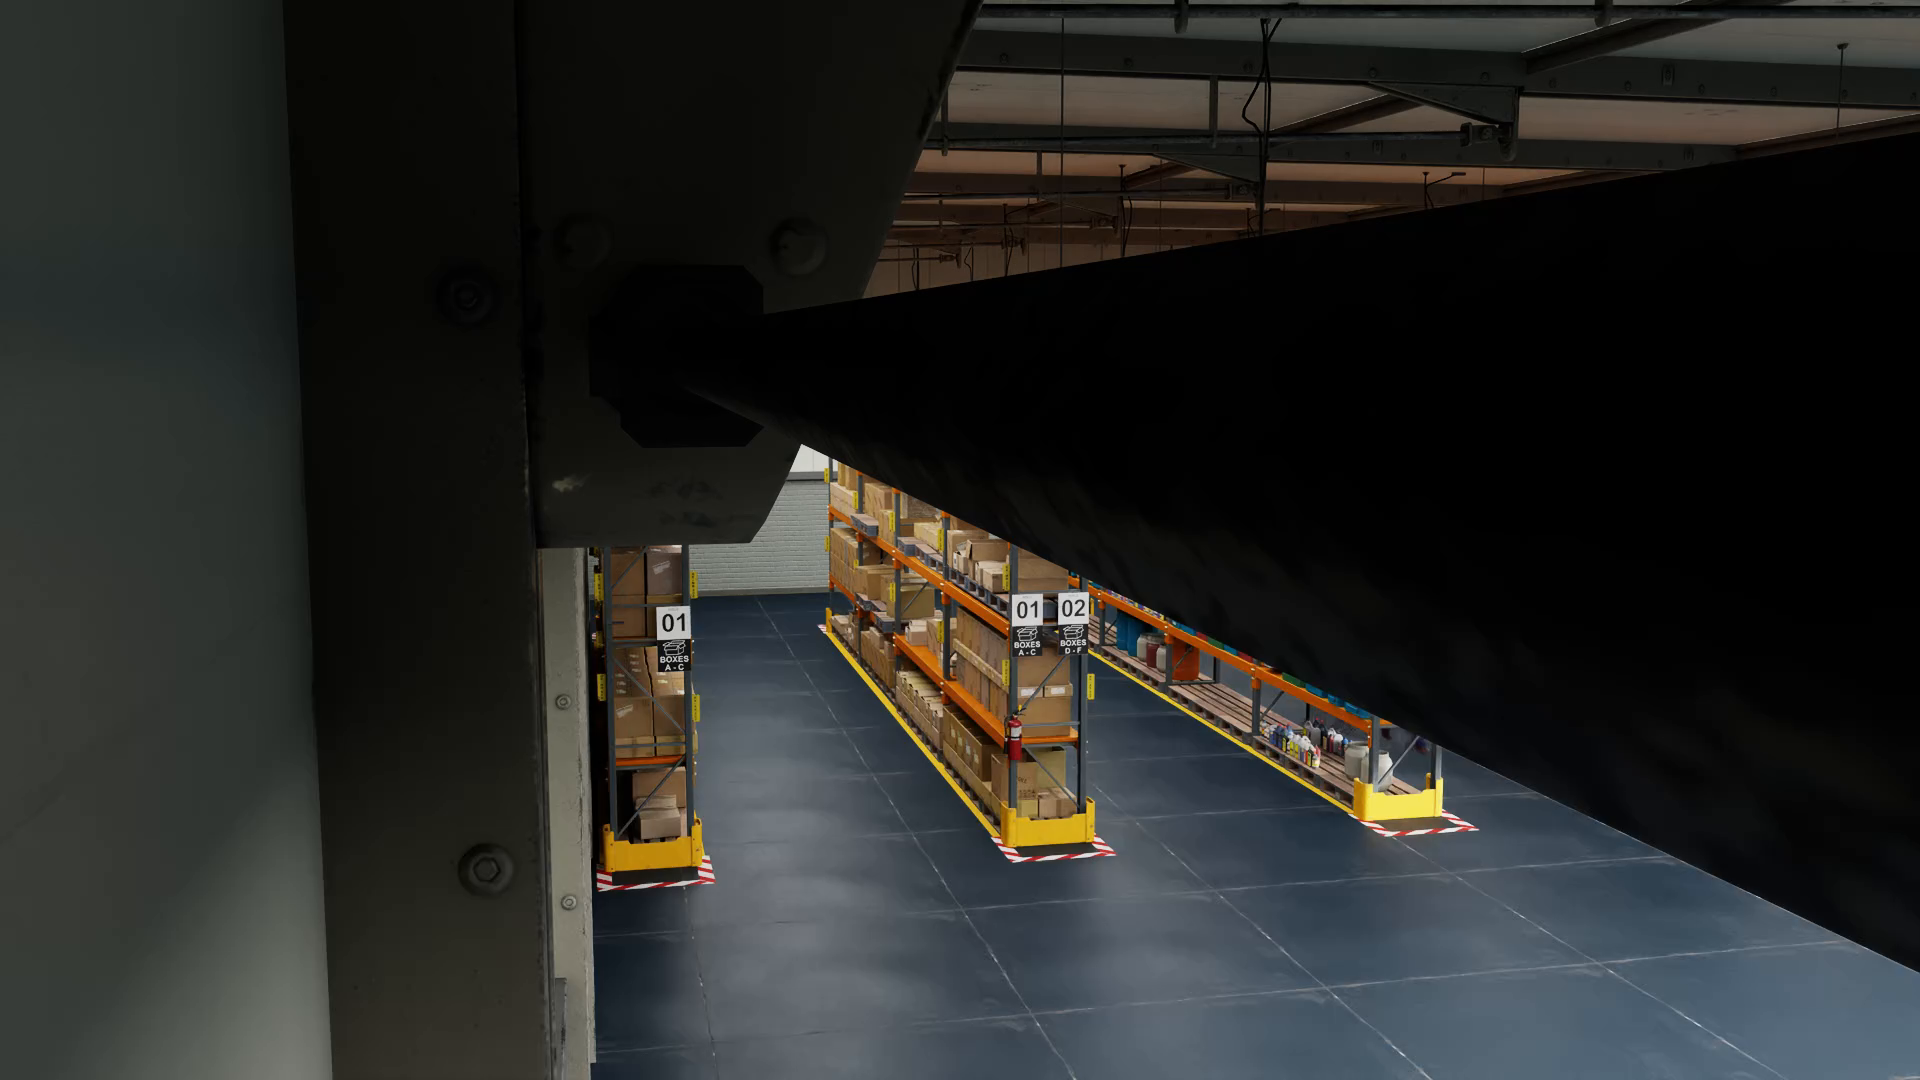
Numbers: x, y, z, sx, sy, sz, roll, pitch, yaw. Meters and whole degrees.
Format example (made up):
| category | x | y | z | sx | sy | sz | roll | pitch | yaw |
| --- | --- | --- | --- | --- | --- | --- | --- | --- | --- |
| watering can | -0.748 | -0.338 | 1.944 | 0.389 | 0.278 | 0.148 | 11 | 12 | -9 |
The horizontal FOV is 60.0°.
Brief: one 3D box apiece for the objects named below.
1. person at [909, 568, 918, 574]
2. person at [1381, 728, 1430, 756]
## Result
| category | x | y | z | sx | sy | sz | roll | pitch | yaw |
| --- | --- | --- | --- | --- | --- | --- | --- | --- | --- |
| person | -0.948 | 1.061 | 37.040 | 0.669 | 1.781 | 0.954 | -5 | 8 | -34 |
| person | 6.976 | 2.505 | 25.916 | 0.632 | 1.611 | 0.956 | -6 | 9 | -39 |
